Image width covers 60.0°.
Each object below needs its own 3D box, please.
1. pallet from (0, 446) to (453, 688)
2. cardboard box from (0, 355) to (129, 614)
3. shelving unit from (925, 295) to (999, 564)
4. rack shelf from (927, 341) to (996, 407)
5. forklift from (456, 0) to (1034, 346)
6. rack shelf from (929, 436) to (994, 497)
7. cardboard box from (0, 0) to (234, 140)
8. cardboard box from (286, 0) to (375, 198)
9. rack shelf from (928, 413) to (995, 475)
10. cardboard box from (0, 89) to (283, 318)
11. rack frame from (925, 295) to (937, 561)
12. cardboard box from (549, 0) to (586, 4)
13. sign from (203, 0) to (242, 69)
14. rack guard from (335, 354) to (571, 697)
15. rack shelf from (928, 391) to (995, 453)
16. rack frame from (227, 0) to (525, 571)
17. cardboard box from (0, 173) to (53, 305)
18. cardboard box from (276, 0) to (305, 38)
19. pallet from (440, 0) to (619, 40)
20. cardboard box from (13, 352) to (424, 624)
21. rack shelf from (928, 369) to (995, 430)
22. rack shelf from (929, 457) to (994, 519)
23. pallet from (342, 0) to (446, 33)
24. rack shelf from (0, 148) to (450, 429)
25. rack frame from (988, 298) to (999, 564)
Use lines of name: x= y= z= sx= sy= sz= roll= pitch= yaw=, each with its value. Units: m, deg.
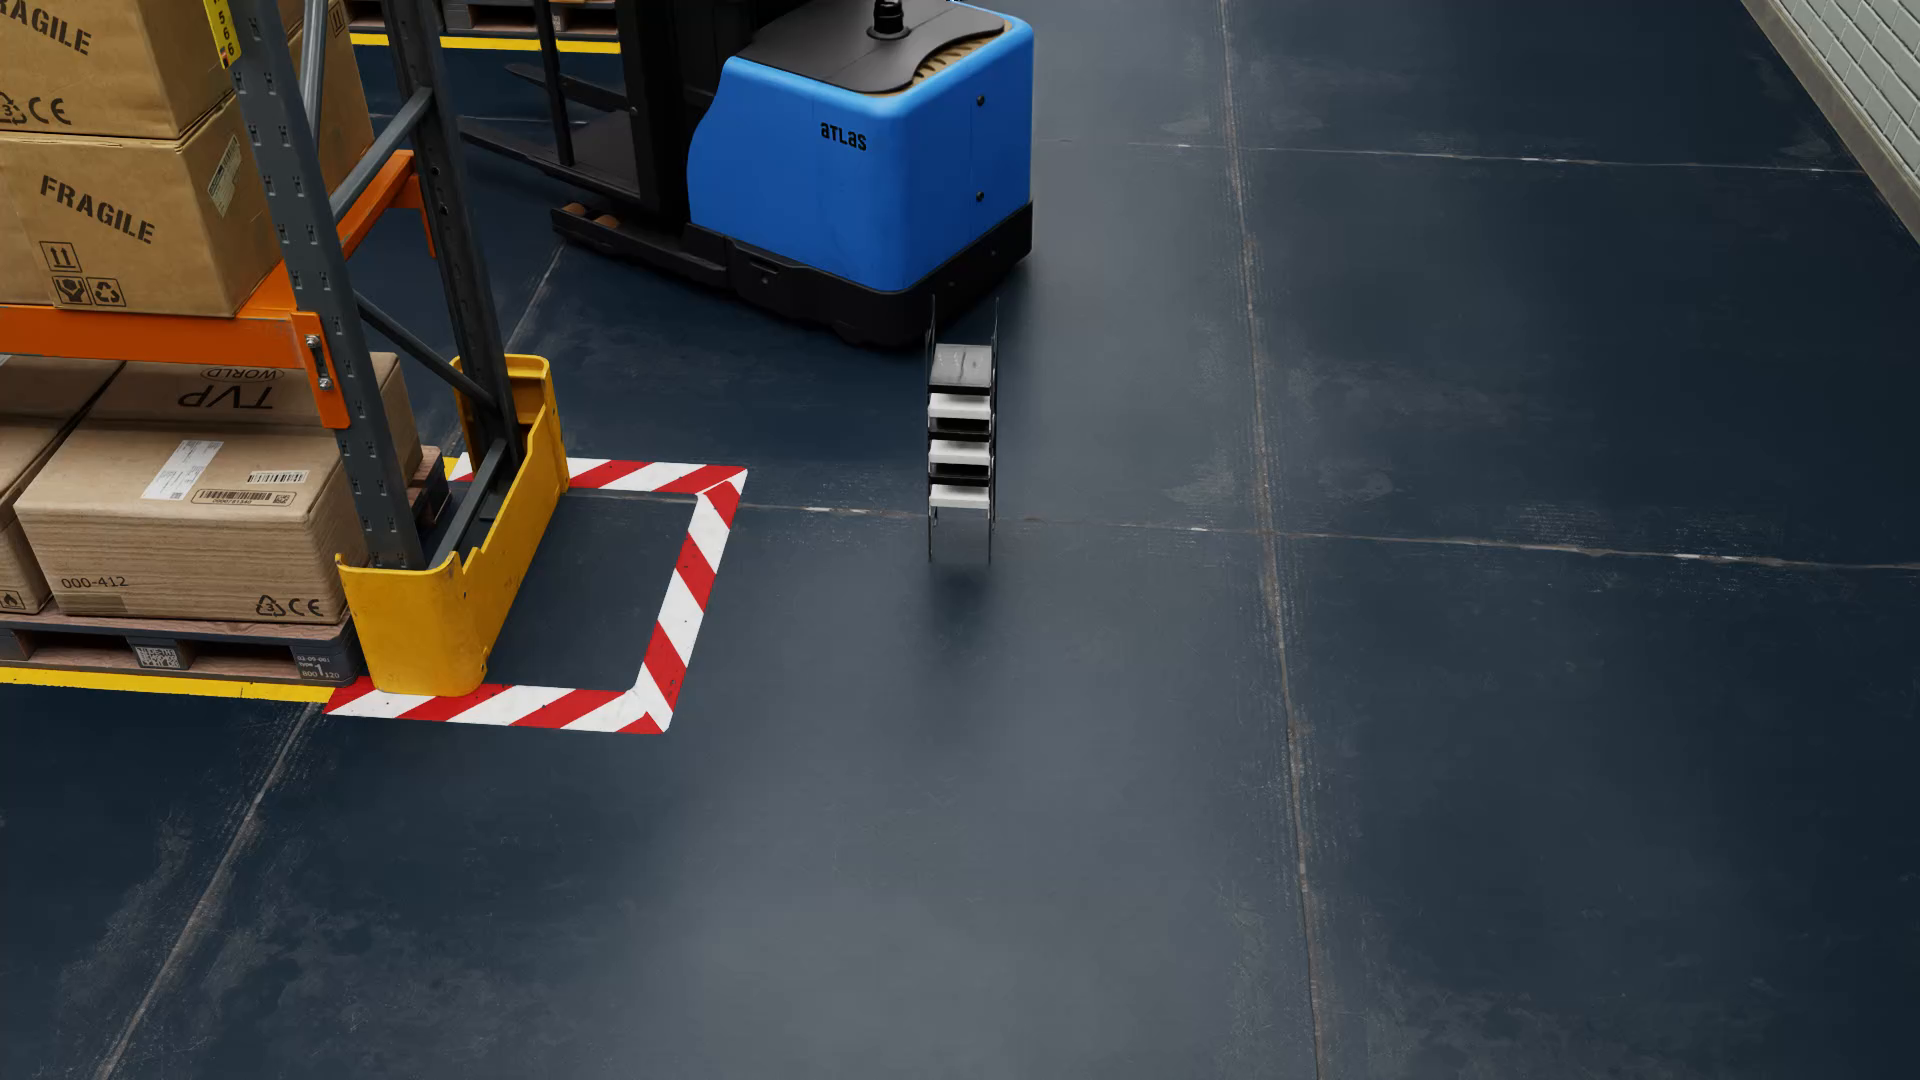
pallet: x=-2.451 y=0.036 z=5.539 sx=1.213 sy=0.211 sz=1.003 roll=3 pitch=39 yaw=4
cardboard box: x=-3.226 y=-0.238 z=5.363 sx=0.875 sy=0.438 sz=0.875 roll=4 pitch=39 yaw=5
shelving unit: x=0.008 y=-0.349 z=5.465 sx=0.210 sy=0.900 sz=0.258 roll=3 pitch=39 yaw=4
rack shelf: x=0.008 y=-0.532 z=5.316 sx=0.200 sy=0.077 sz=0.258 roll=3 pitch=39 yaw=4
forklift: x=-1.191 y=-2.637 z=6.667 sx=3.031 sy=2.935 sz=1.130 roll=24 pitch=45 yaw=26
rack shelf: x=0.008 y=-0.253 z=5.543 sx=0.200 sy=0.077 sz=0.258 roll=3 pitch=39 yaw=4
cardboard box: x=-2.148 y=-1.354 z=4.167 sx=0.500 sy=0.500 sz=0.500 roll=4 pitch=39 yaw=5
cardboard box: x=-2.101 y=-1.297 z=4.888 sx=0.500 sy=0.500 sz=0.500 roll=3 pitch=39 yaw=3
rack shelf: x=0.008 y=-0.323 z=5.486 sx=0.200 sy=0.077 sz=0.258 roll=3 pitch=39 yaw=4
cardboard box: x=-2.151 y=-0.950 z=4.462 sx=0.500 sy=0.500 sz=0.500 roll=3 pitch=39 yaw=4
rack frame: x=-0.093 y=-0.354 z=5.472 sx=0.006 sy=0.900 sz=0.240 roll=3 pitch=39 yaw=4
cardboard box: x=-2.128 y=-3.075 z=9.077 sx=0.250 sy=0.149 sz=0.380 roll=4 pitch=39 yaw=5
sign: x=-1.708 y=-1.252 z=3.807 sx=0.005 sy=0.325 sz=0.100 roll=3 pitch=39 yaw=4
rack guard: x=-1.624 y=-0.081 z=5.453 sx=0.348 sy=0.500 sz=1.175 roll=3 pitch=39 yaw=4
rack shelf: x=0.008 y=-0.392 z=5.430 sx=0.200 sy=0.077 sz=0.258 roll=3 pitch=39 yaw=4
rack frame: x=-1.647 y=-1.051 z=4.665 sx=0.127 sy=3.000 sz=1.000 roll=3 pitch=39 yaw=4
cardboard box: x=-2.650 y=-0.987 z=4.507 sx=0.500 sy=0.500 sz=0.500 roll=2 pitch=39 yaw=3
cardboard box: x=-2.101 y=-1.683 z=4.570 sx=0.500 sy=0.500 sz=0.500 roll=2 pitch=39 yaw=3
pallet: x=-2.203 y=-3.159 z=9.464 sx=1.213 sy=0.211 sz=1.003 roll=3 pitch=39 yaw=4
cardboard box: x=-2.314 y=-0.194 z=5.309 sx=0.875 sy=0.438 sz=0.875 roll=2 pitch=39 yaw=2
rack shelf: x=0.008 y=-0.462 z=5.373 sx=0.200 sy=0.077 sz=0.258 roll=3 pitch=39 yaw=4
rack shelf: x=0.008 y=-0.183 z=5.600 sx=0.200 sy=0.077 sz=0.258 roll=3 pitch=39 yaw=4
pallet: x=-3.415 y=-3.227 z=9.548 sx=1.213 sy=0.211 sz=1.003 roll=3 pitch=39 yaw=4
rack shelf: x=-3.640 y=-0.881 z=5.026 sx=4.000 sy=0.370 sz=1.077 roll=3 pitch=39 yaw=4
rack frame: x=0.109 y=-0.343 z=5.459 sx=0.006 sy=0.900 sz=0.240 roll=3 pitch=39 yaw=4
